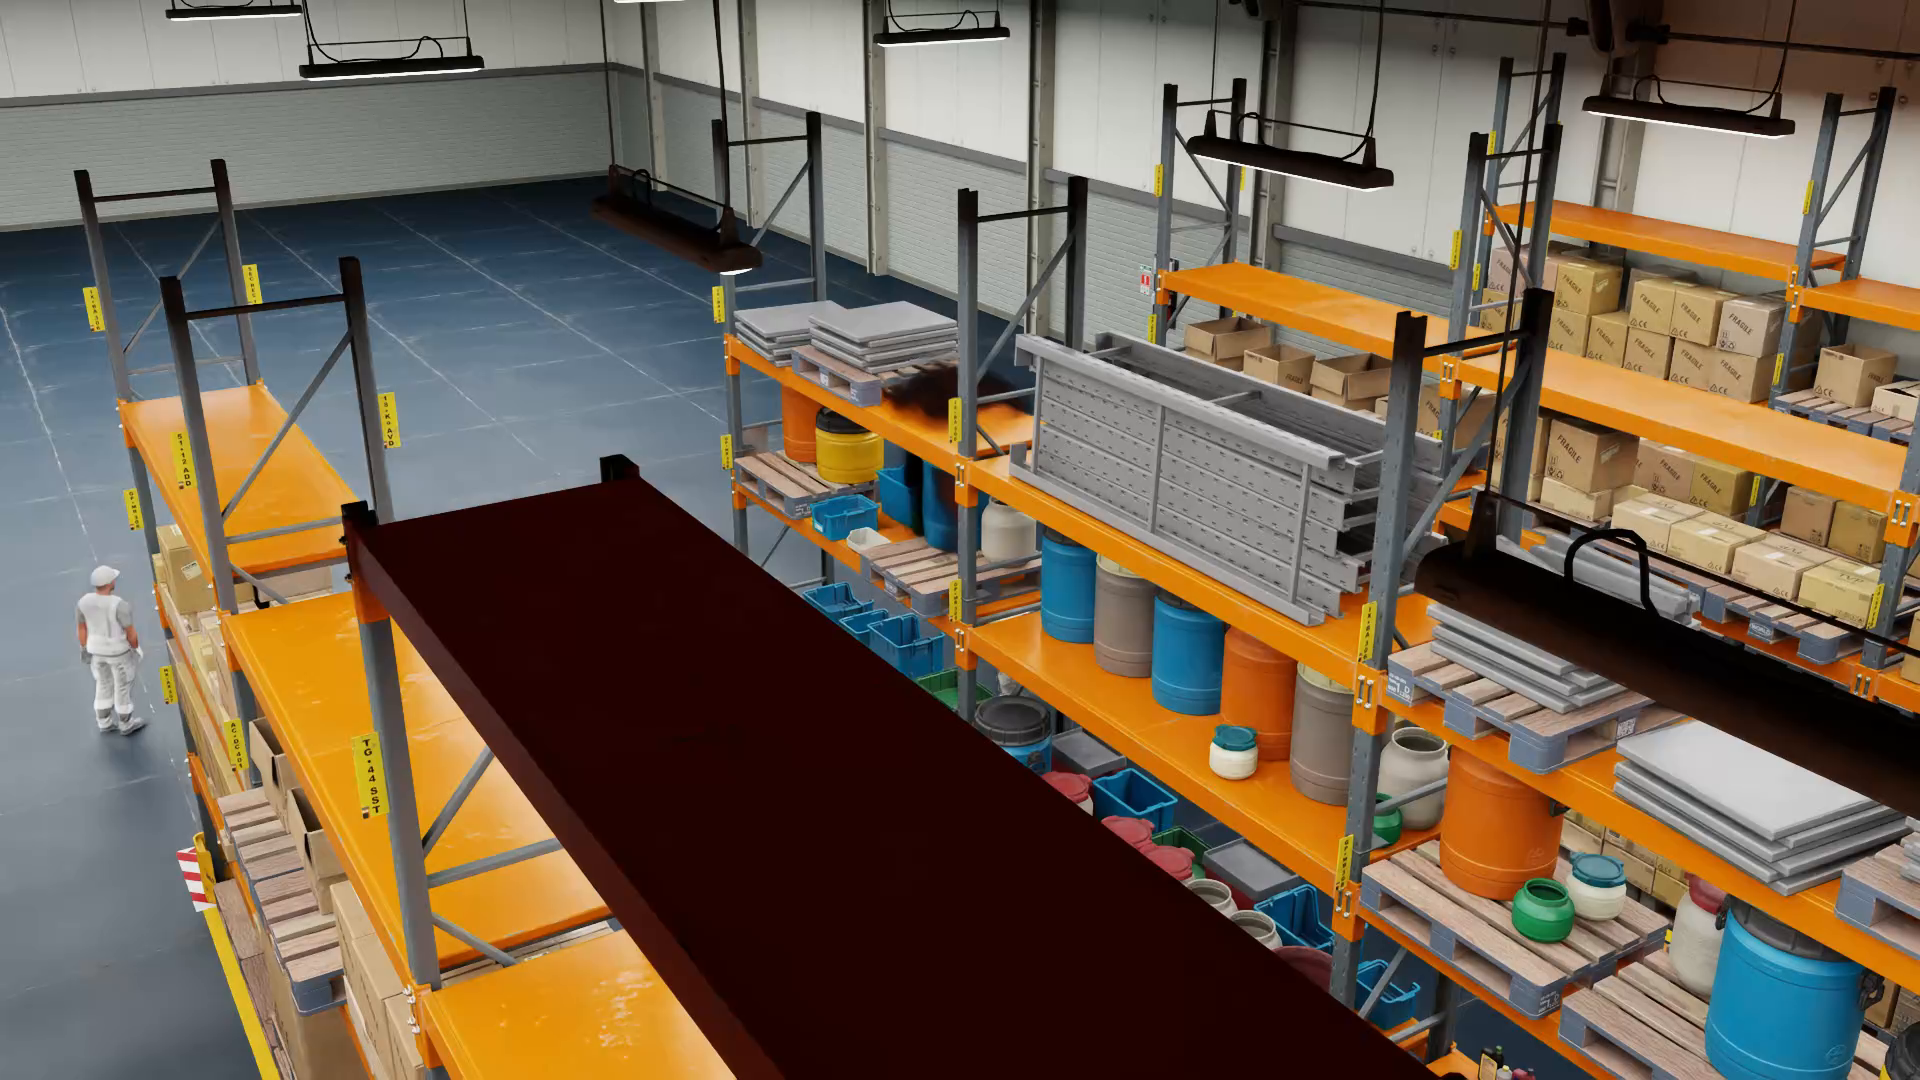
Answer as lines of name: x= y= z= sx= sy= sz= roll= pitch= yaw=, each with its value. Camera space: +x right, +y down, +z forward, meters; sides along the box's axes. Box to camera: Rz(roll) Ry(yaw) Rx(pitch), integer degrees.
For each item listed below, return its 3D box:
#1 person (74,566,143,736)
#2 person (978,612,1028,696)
person: x=-8.297 y=1.093 z=16.293 sx=0.599 sy=1.831 sz=0.380 roll=2 pitch=22 yaw=5
person: x=0.429 y=1.022 z=16.514 sx=0.493 sy=1.801 sz=0.690 roll=-11 pitch=24 yaw=-25
